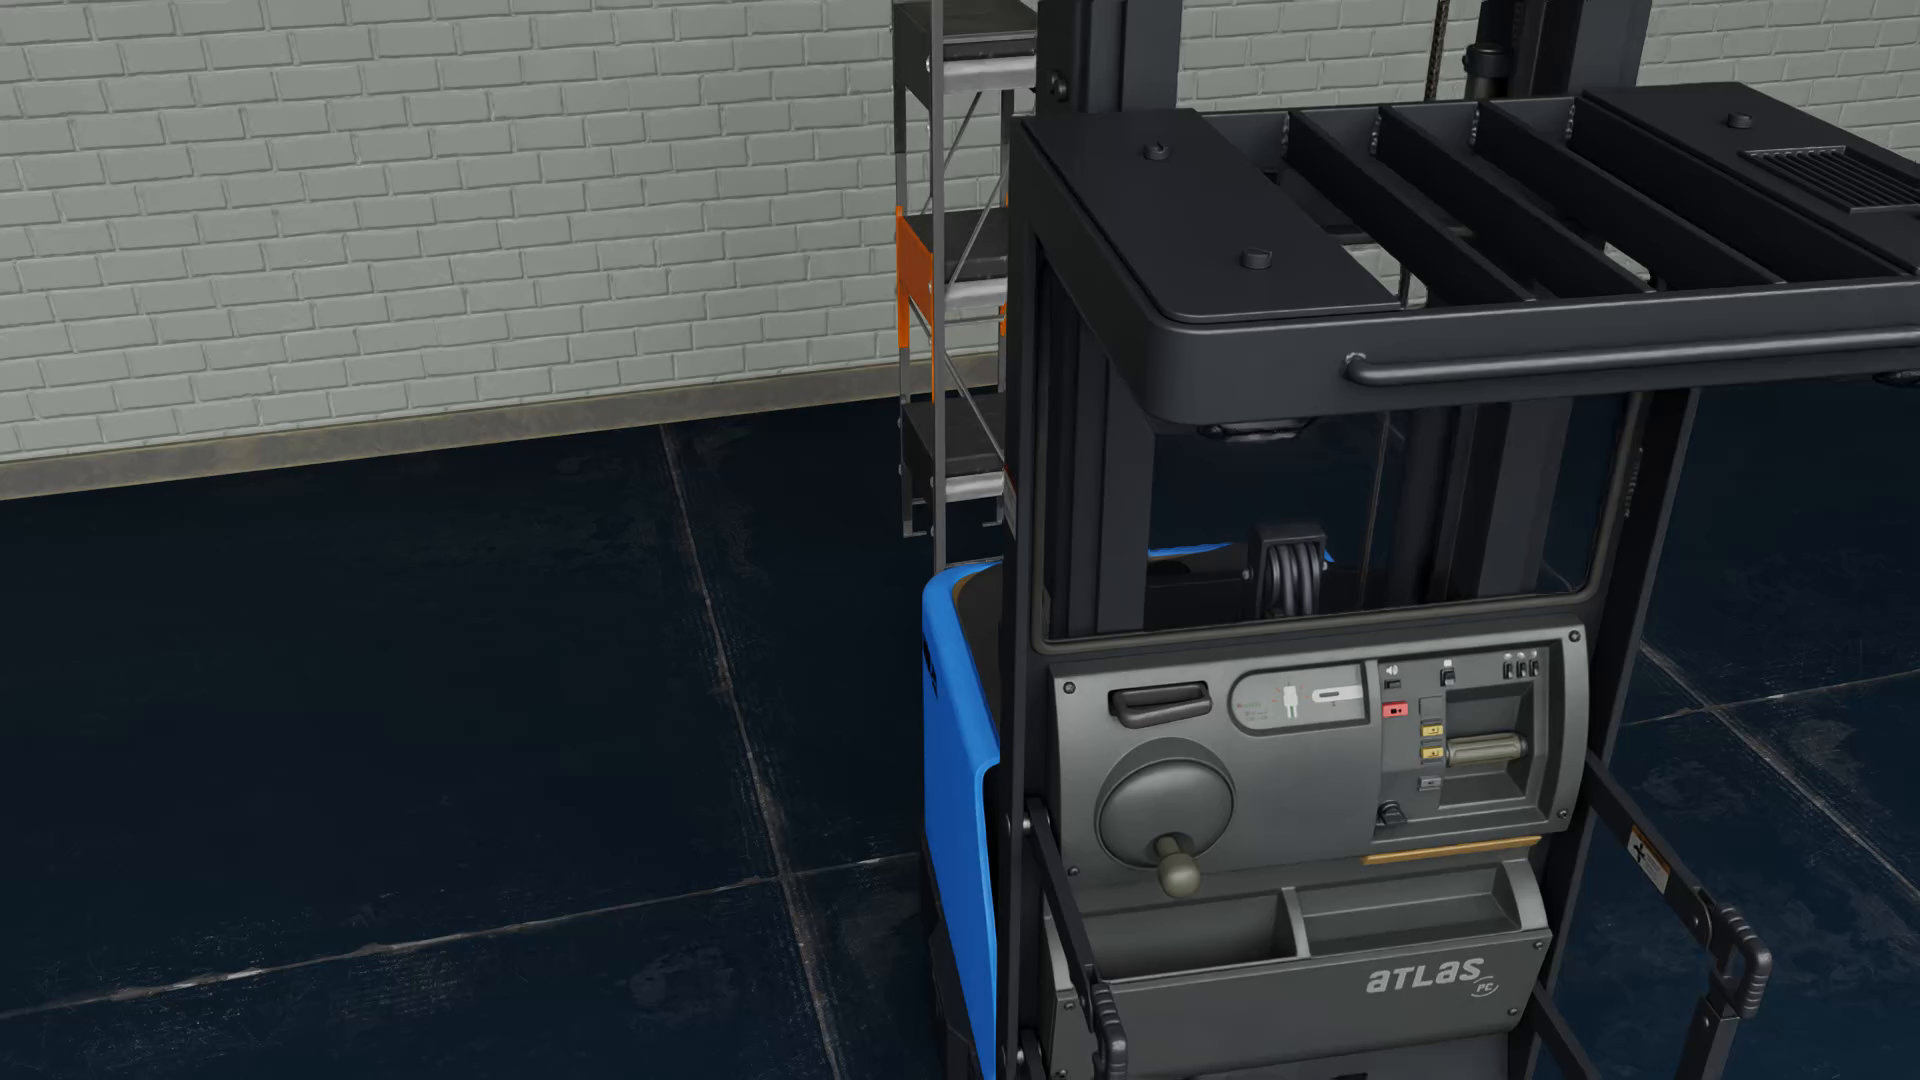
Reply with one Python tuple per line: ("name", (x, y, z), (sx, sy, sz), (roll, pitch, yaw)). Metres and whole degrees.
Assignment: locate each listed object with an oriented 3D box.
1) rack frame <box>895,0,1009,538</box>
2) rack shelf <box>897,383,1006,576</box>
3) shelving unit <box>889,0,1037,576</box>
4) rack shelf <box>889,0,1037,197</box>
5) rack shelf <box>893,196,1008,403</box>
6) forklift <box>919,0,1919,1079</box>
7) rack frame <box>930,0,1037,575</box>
("rack frame", (-0.021, -0.947, 5.789), (0.400, 2.100, 0.015), (-8, 31, -13))
("rack shelf", (0.044, -0.211, 5.943), (0.431, 0.518, 0.480), (-8, 31, -13))
("shelving unit", (0.044, -0.829, 5.586), (0.431, 2.100, 0.503), (-8, 31, -13))
("rack shelf", (0.044, -1.423, 5.242), (0.431, 0.518, 0.480), (-8, 31, -13))
("rack shelf", (0.044, -0.817, 5.593), (0.431, 0.518, 0.480), (-8, 31, -13))
("forklift", (0.654, 0.410, 2.616), (1.130, 2.935, 3.031), (-5, 30, -9))
("rack frame", (0.109, -0.711, 5.382), (0.400, 2.100, 0.015), (-8, 31, -13))
